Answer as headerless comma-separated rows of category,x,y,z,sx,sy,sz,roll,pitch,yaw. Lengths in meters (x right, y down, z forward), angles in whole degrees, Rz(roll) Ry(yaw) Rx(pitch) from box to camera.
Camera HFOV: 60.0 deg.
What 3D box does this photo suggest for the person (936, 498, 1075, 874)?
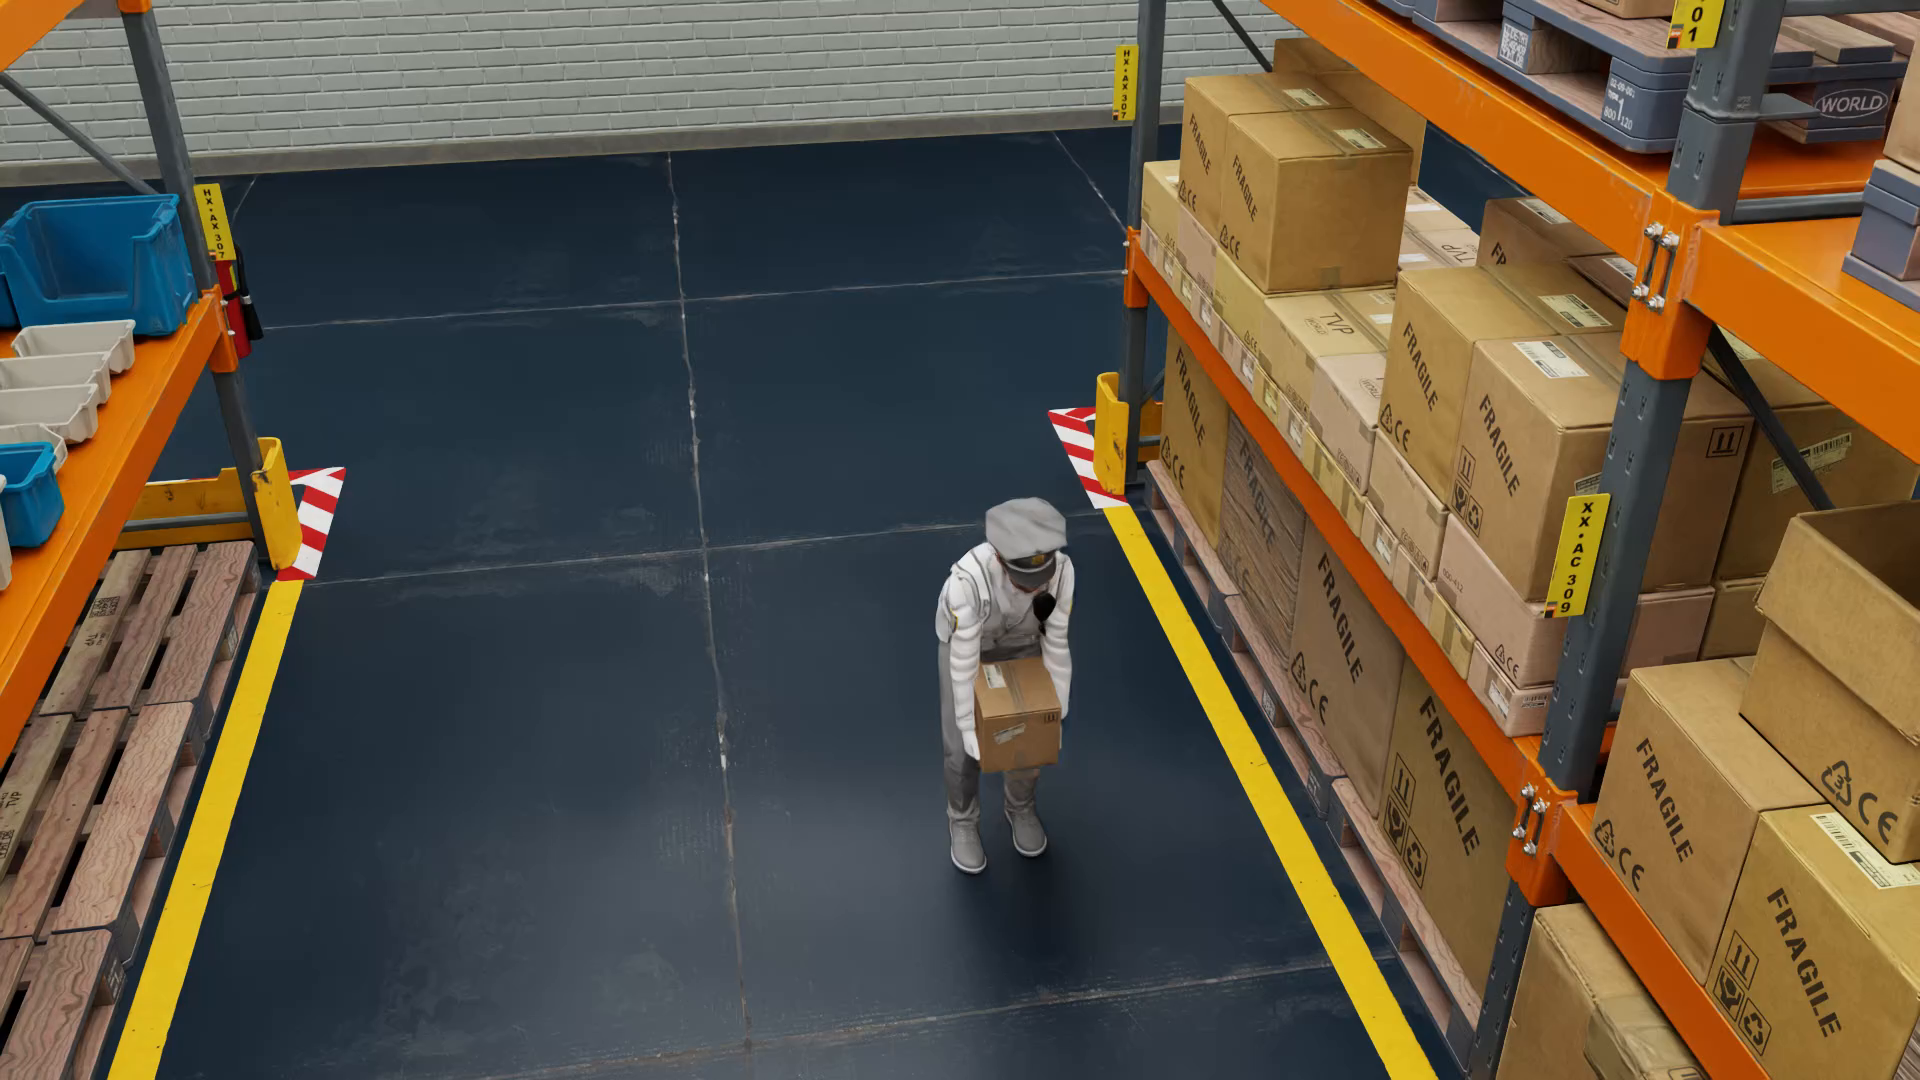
person,0.152,0.475,5.476,0.405,1.530,0.693,-6,31,-10
